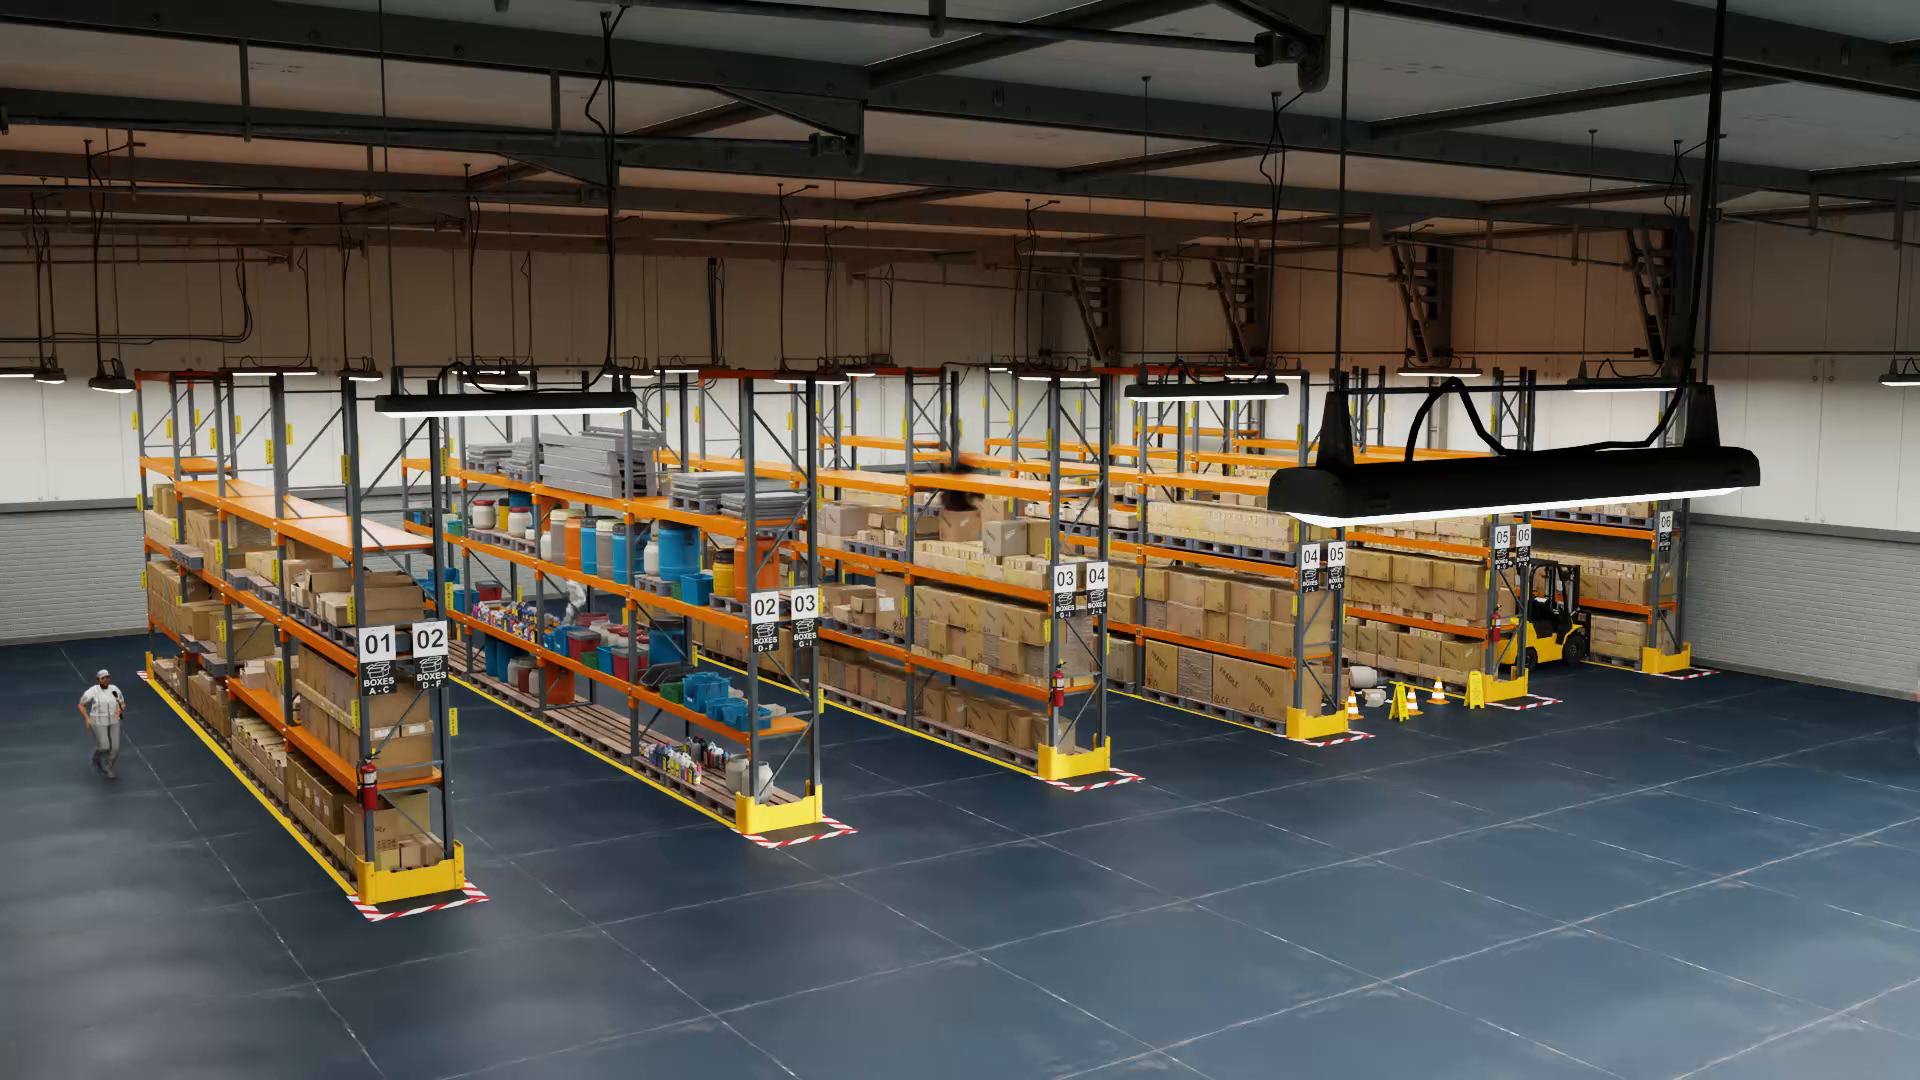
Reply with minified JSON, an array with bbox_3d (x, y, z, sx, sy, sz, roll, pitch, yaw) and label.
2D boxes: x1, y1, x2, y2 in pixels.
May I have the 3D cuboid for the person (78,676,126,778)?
[{"bbox_3d":[-12.688,2.756,24.717,0.537,1.595,0.606,6,9,43],"label":"person"}]

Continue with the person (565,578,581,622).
[{"bbox_3d":[-8.972,1.061,38.911,0.614,1.748,0.630,-2,7,-16],"label":"person"}]
